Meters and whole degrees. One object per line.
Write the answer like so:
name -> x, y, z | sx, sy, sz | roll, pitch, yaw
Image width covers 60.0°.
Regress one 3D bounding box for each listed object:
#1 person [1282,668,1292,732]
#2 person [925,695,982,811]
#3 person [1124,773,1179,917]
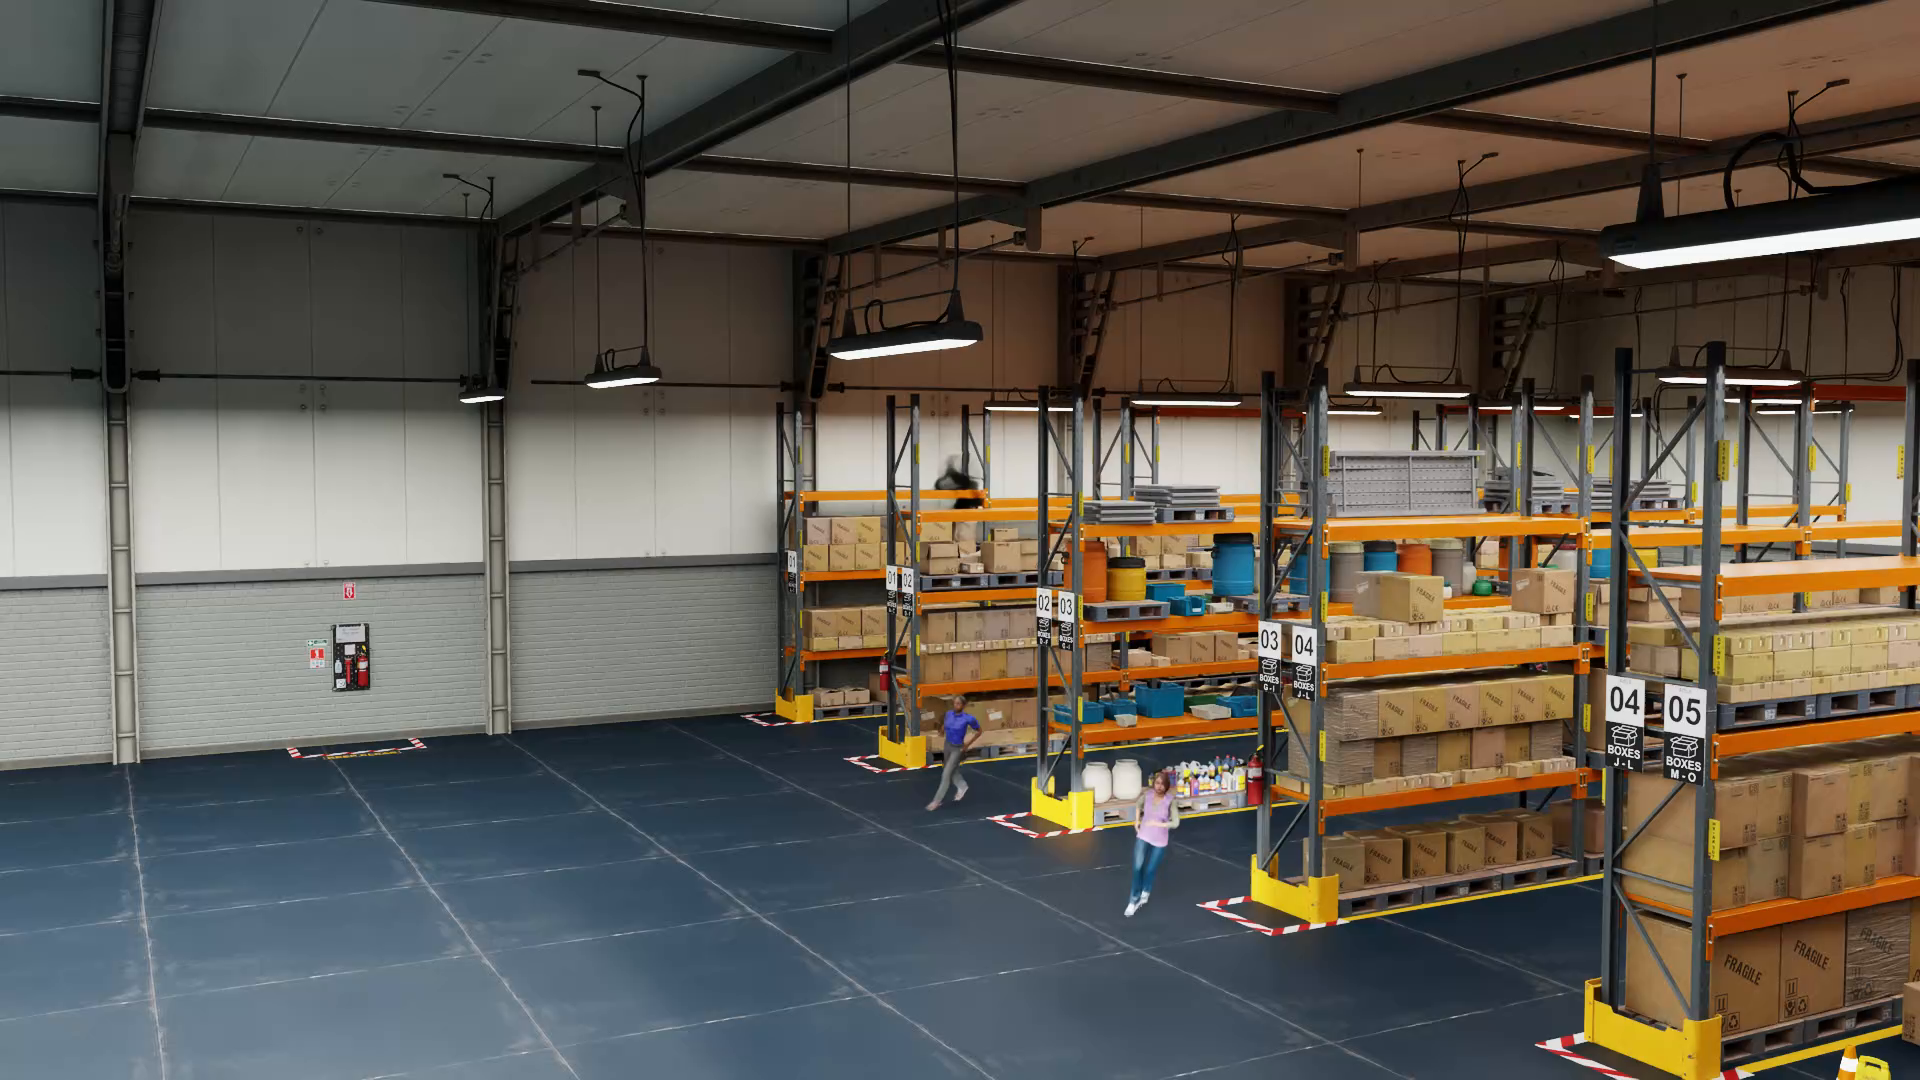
person -> 5.652, 2.708, 27.870 | 0.662, 1.739, 0.691 | -3, 4, -42
person -> -0.024, 3.013, 23.680 | 0.619, 1.638, 0.887 | 3, 4, 43
person -> 2.153, 3.353, 18.396 | 0.587, 1.626, 0.648 | 1, 3, 17
